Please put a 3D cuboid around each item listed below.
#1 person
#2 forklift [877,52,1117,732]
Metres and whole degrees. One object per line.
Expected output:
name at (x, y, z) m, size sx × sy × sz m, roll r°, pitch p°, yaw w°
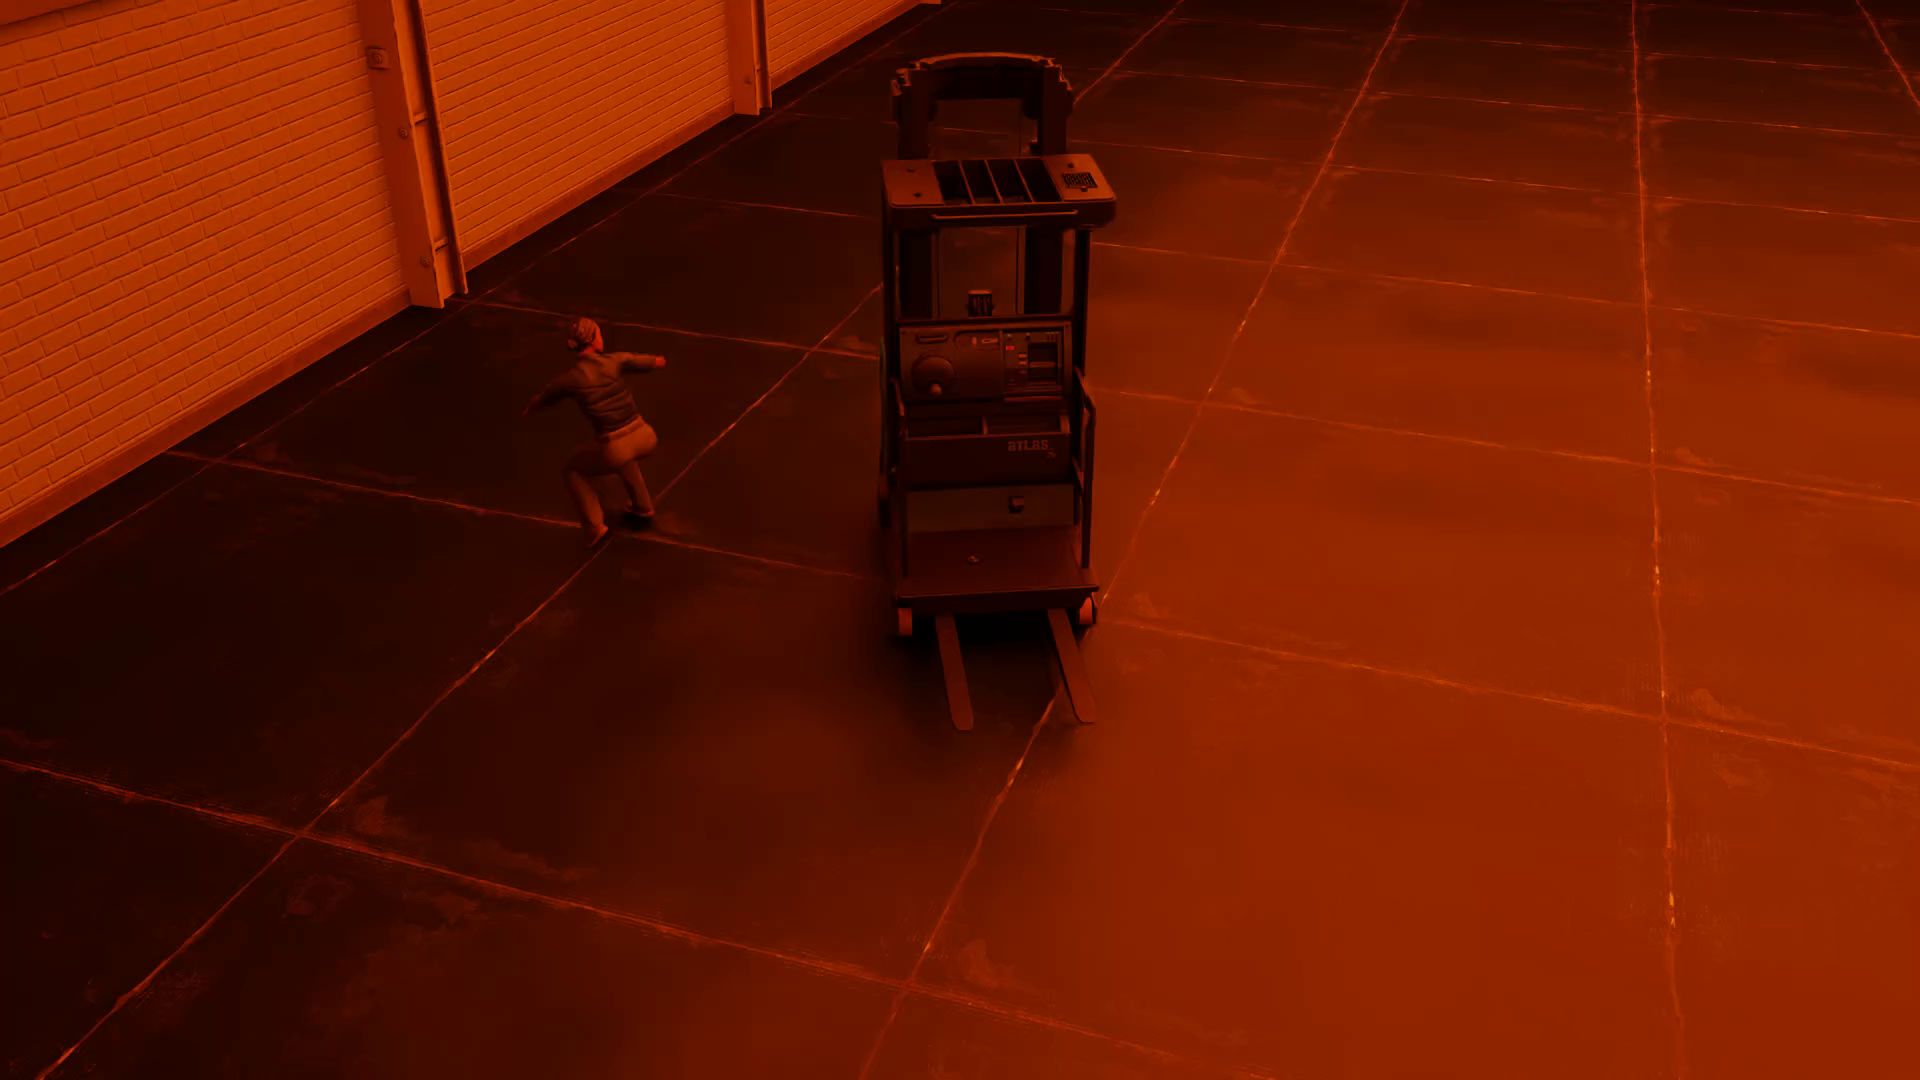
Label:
person at (-2.145, -0.702, 9.955) m, size 0.716 × 1.399 × 0.870 m, roll -20°, pitch 35°, yaw -31°
forklift at (0.164, -0.921, 8.751) m, size 1.130 × 2.935 × 3.031 m, roll -3°, pitch 30°, yaw -5°
